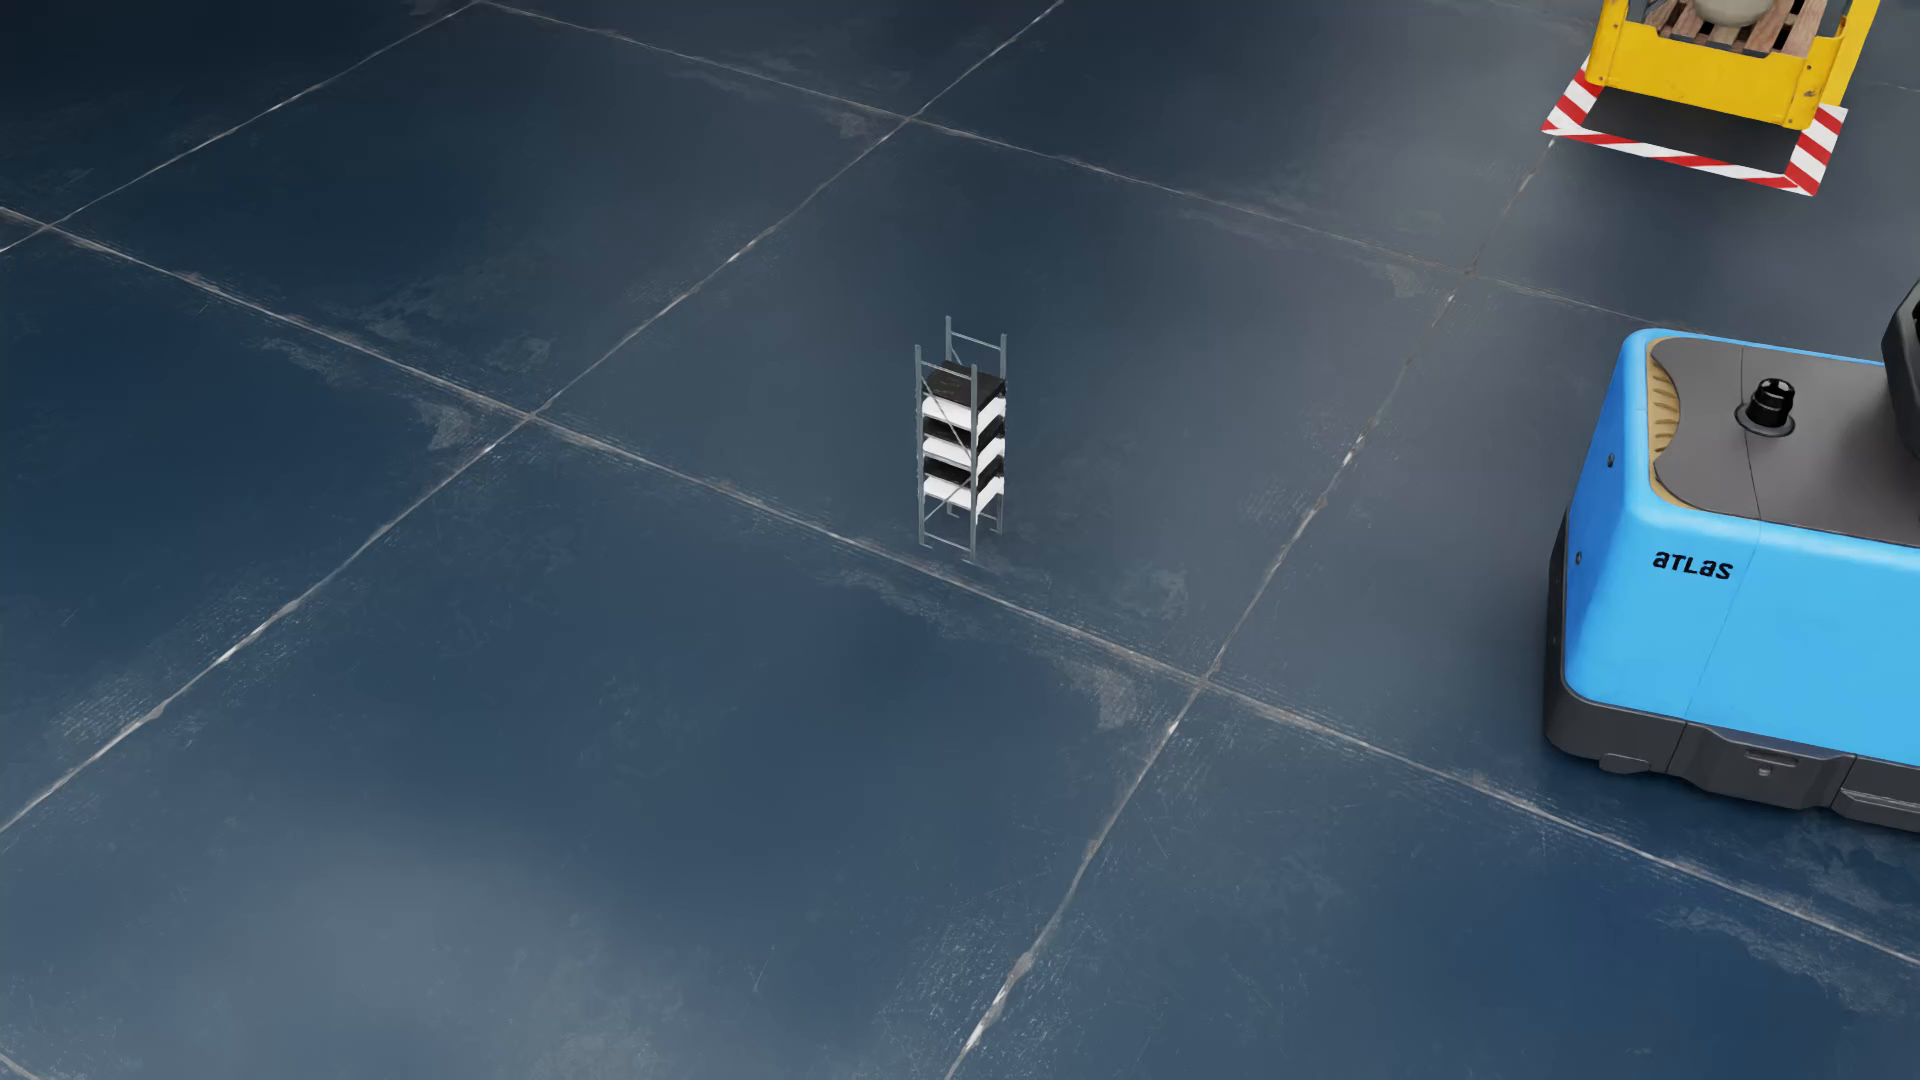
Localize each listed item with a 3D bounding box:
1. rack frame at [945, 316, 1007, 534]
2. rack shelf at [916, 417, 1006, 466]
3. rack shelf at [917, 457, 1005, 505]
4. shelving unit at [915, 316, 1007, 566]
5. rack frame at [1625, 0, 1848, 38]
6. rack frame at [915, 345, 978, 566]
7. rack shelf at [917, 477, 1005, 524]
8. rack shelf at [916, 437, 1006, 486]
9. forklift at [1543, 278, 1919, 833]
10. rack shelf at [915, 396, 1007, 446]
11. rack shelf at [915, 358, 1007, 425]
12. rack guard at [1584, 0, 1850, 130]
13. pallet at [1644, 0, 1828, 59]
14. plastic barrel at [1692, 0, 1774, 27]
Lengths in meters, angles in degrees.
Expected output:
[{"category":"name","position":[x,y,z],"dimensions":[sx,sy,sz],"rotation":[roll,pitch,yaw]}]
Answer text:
[{"category":"rack frame","position":[0.055,-0.401,6.024],"dimensions":[0.240,0.900,0.006],"rotation":[21,45,22]},{"category":"rack shelf","position":[0.004,-0.385,5.920],"dimensions":[0.258,0.077,0.200],"rotation":[21,45,22]},{"category":"rack shelf","position":[0.004,-0.250,6.039],"dimensions":[0.258,0.077,0.200],"rotation":[21,45,22]},{"category":"shelving unit","position":[0.004,-0.342,5.958],"dimensions":[0.258,0.900,0.210],"rotation":[21,45,22]},{"category":"rack frame","position":[3.996,-3.482,7.934],"dimensions":[1.000,3.000,0.127],"rotation":[21,45,22]},{"category":"rack frame","position":[-0.047,-0.284,5.892],"dimensions":[0.240,0.900,0.006],"rotation":[21,45,22]},{"category":"rack shelf","position":[0.004,-0.182,6.099],"dimensions":[0.258,0.077,0.200],"rotation":[21,45,22]},{"category":"rack shelf","position":[0.004,-0.317,5.980],"dimensions":[0.258,0.077,0.200],"rotation":[21,45,22]},{"category":"forklift","position":[3.482,-0.421,4.510],"dimensions":[3.031,2.935,1.130],"rotation":[11,43,12]},{"category":"rack shelf","position":[0.004,-0.452,5.861],"dimensions":[0.258,0.077,0.200],"rotation":[21,45,22]},{"category":"rack shelf","position":[0.004,-0.520,5.801],"dimensions":[0.258,0.077,0.200],"rotation":[21,45,22]},{"category":"rack guard","position":[3.993,-2.603,8.827],"dimensions":[1.175,0.500,0.348],"rotation":[21,45,22]},{"category":"pallet","position":[4.404,-2.958,9.449],"dimensions":[1.003,0.211,1.213],"rotation":[21,45,22]},{"category":"plastic barrel","position":[4.259,-3.108,9.074],"dimensions":[0.421,0.512,0.421],"rotation":[0,41,0]}]
